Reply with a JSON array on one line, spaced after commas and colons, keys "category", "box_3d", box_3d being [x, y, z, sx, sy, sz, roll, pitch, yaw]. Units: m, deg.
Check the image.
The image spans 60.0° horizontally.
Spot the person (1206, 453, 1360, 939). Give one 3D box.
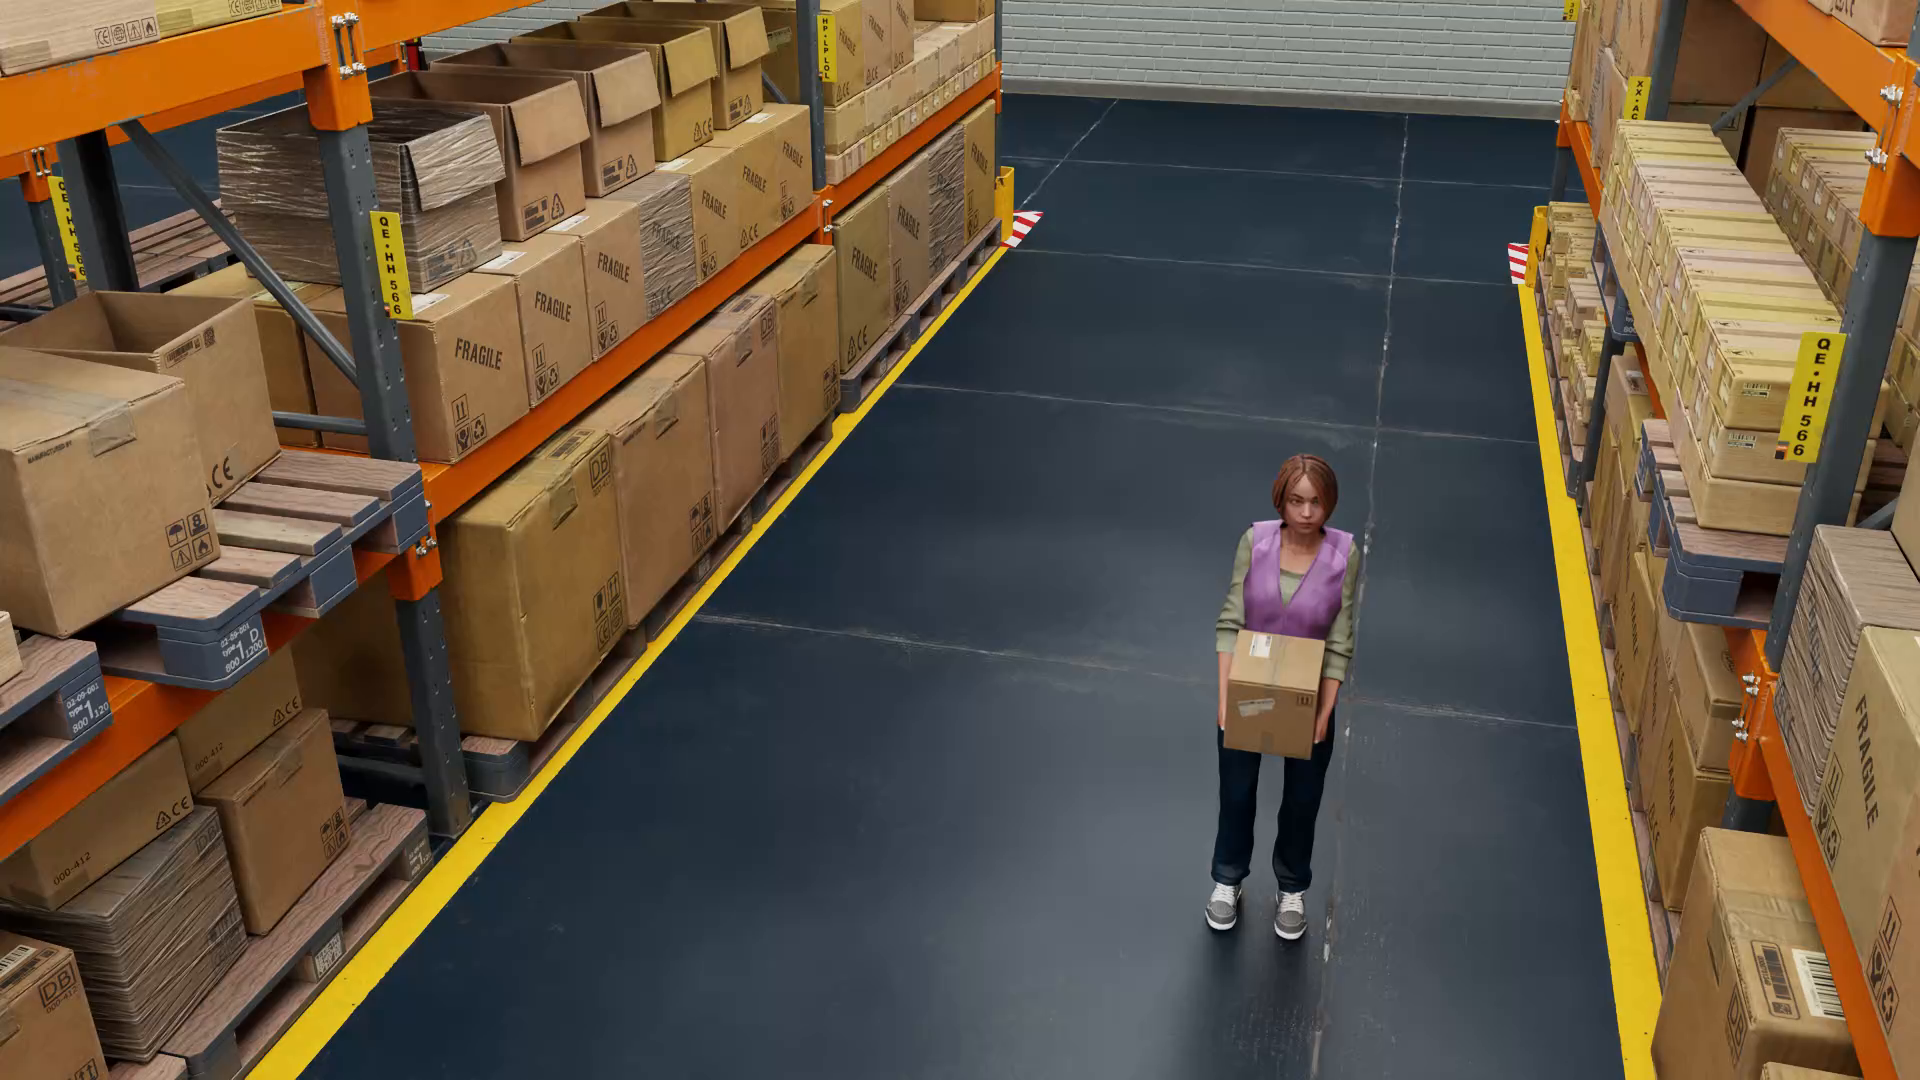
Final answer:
[{"category": "person", "box_3d": [0.959, 0.533, 5.038, 0.405, 1.578, 0.489, 7, 27, 14]}]
